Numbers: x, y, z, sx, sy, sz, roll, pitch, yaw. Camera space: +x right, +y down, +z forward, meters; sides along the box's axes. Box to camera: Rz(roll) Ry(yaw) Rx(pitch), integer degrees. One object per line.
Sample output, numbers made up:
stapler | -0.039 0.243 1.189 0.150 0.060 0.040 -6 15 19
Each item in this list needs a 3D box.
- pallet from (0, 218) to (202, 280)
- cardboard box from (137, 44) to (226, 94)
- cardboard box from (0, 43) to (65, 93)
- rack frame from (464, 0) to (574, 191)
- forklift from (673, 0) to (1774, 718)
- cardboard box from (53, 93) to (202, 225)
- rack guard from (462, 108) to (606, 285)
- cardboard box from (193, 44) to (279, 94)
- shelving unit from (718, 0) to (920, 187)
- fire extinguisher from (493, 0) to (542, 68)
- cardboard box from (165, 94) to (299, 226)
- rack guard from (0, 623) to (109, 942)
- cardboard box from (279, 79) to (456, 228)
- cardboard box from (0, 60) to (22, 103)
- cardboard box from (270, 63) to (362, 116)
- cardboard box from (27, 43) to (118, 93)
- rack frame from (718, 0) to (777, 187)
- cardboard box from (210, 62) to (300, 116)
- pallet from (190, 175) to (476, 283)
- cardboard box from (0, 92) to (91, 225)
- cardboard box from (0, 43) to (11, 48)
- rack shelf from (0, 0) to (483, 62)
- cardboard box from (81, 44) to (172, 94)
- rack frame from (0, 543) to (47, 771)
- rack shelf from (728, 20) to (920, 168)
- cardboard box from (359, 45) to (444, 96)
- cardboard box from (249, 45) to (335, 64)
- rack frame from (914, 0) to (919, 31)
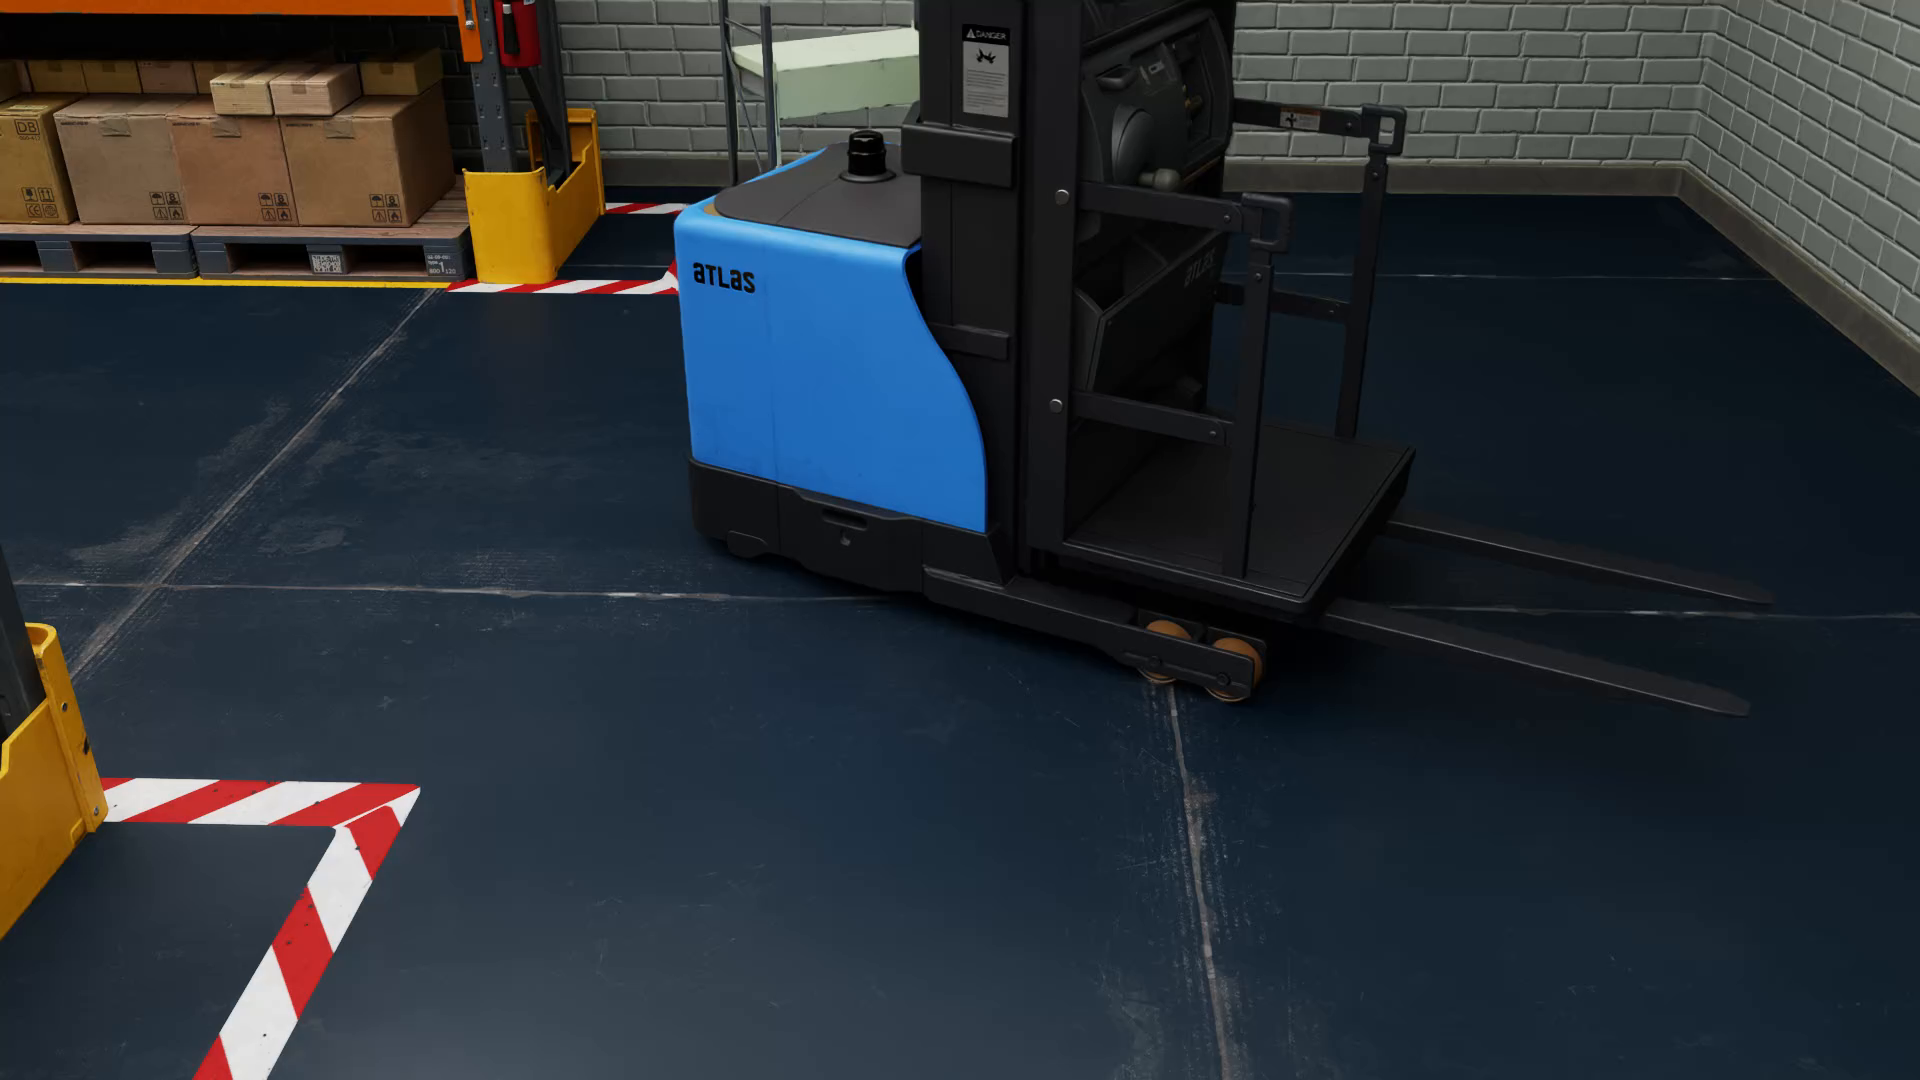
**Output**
pallet | -4.013 -1.503 7.860 1.213 0.211 1.003 1 28 2
cardboard box | -3.577 -2.177 7.682 0.250 0.149 0.380 1 28 3
cardboard box | -4.344 -2.189 7.705 0.250 0.149 0.380 1 28 2
rack frame | -1.995 -2.737 7.210 0.127 3.000 1.000 1 28 2
forklift | 0.709 -1.149 4.287 3.031 2.935 1.130 14 31 25
cardboard box | -3.701 -1.799 7.661 0.500 0.500 0.700 0 28 0
rack guard | -1.971 -1.632 7.795 0.348 0.500 1.175 1 28 2
cardboard box | -3.322 -2.173 7.675 0.250 0.149 0.380 1 28 2
shelving unit | -0.378 -1.172 5.859 0.755 1.500 0.431 -14 31 -25
fire extinguisher | -1.860 -2.319 6.904 0.183 0.674 0.296 1 28 2
cardboard box | -3.198 -1.791 7.646 0.500 0.500 0.700 1 28 2
rack guard | -2.242 0.685 3.424 0.348 0.500 1.175 1 28 2
cardboard box | -2.698 -1.783 7.631 0.500 0.500 0.700 1 28 2
cardboard box | -4.391 -2.011 7.368 0.250 0.149 0.380 0 28 0
cardboard box | -2.833 -1.986 7.322 0.250 0.149 0.380 1 28 1
cardboard box | -4.086 -2.185 7.698 0.250 0.149 0.380 0 28 1
rack frame | -0.699 -1.089 5.704 0.023 1.500 0.400 -14 31 -25
cardboard box | -3.088 -1.990 7.329 0.250 0.149 0.380 2 28 3
pallet | -2.797 -1.481 7.819 1.213 0.211 1.003 1 28 2
cardboard box | -4.234 -1.804 7.672 0.500 0.500 0.700 2 28 3
cardboard box | -4.596 -2.194 7.714 0.250 0.149 0.380 0 28 0
rack shelf | -3.994 -2.452 7.441 4.000 0.370 1.077 1 28 2
cardboard box | -3.833 -2.181 7.690 0.250 0.149 0.380 1 28 2
rack frame | -2.166 -0.418 2.836 0.127 3.000 1.000 1 28 2
rack shelf | -0.378 -1.516 5.676 0.720 0.370 0.431 -14 31 -25
cardboard box | -2.566 -2.161 7.652 0.250 0.149 0.380 1 28 2
cardboard box | -3.072 -2.169 7.667 0.250 0.149 0.380 1 28 2
rack frame | -0.057 -1.254 6.014 0.023 1.500 0.400 -14 31 -25
